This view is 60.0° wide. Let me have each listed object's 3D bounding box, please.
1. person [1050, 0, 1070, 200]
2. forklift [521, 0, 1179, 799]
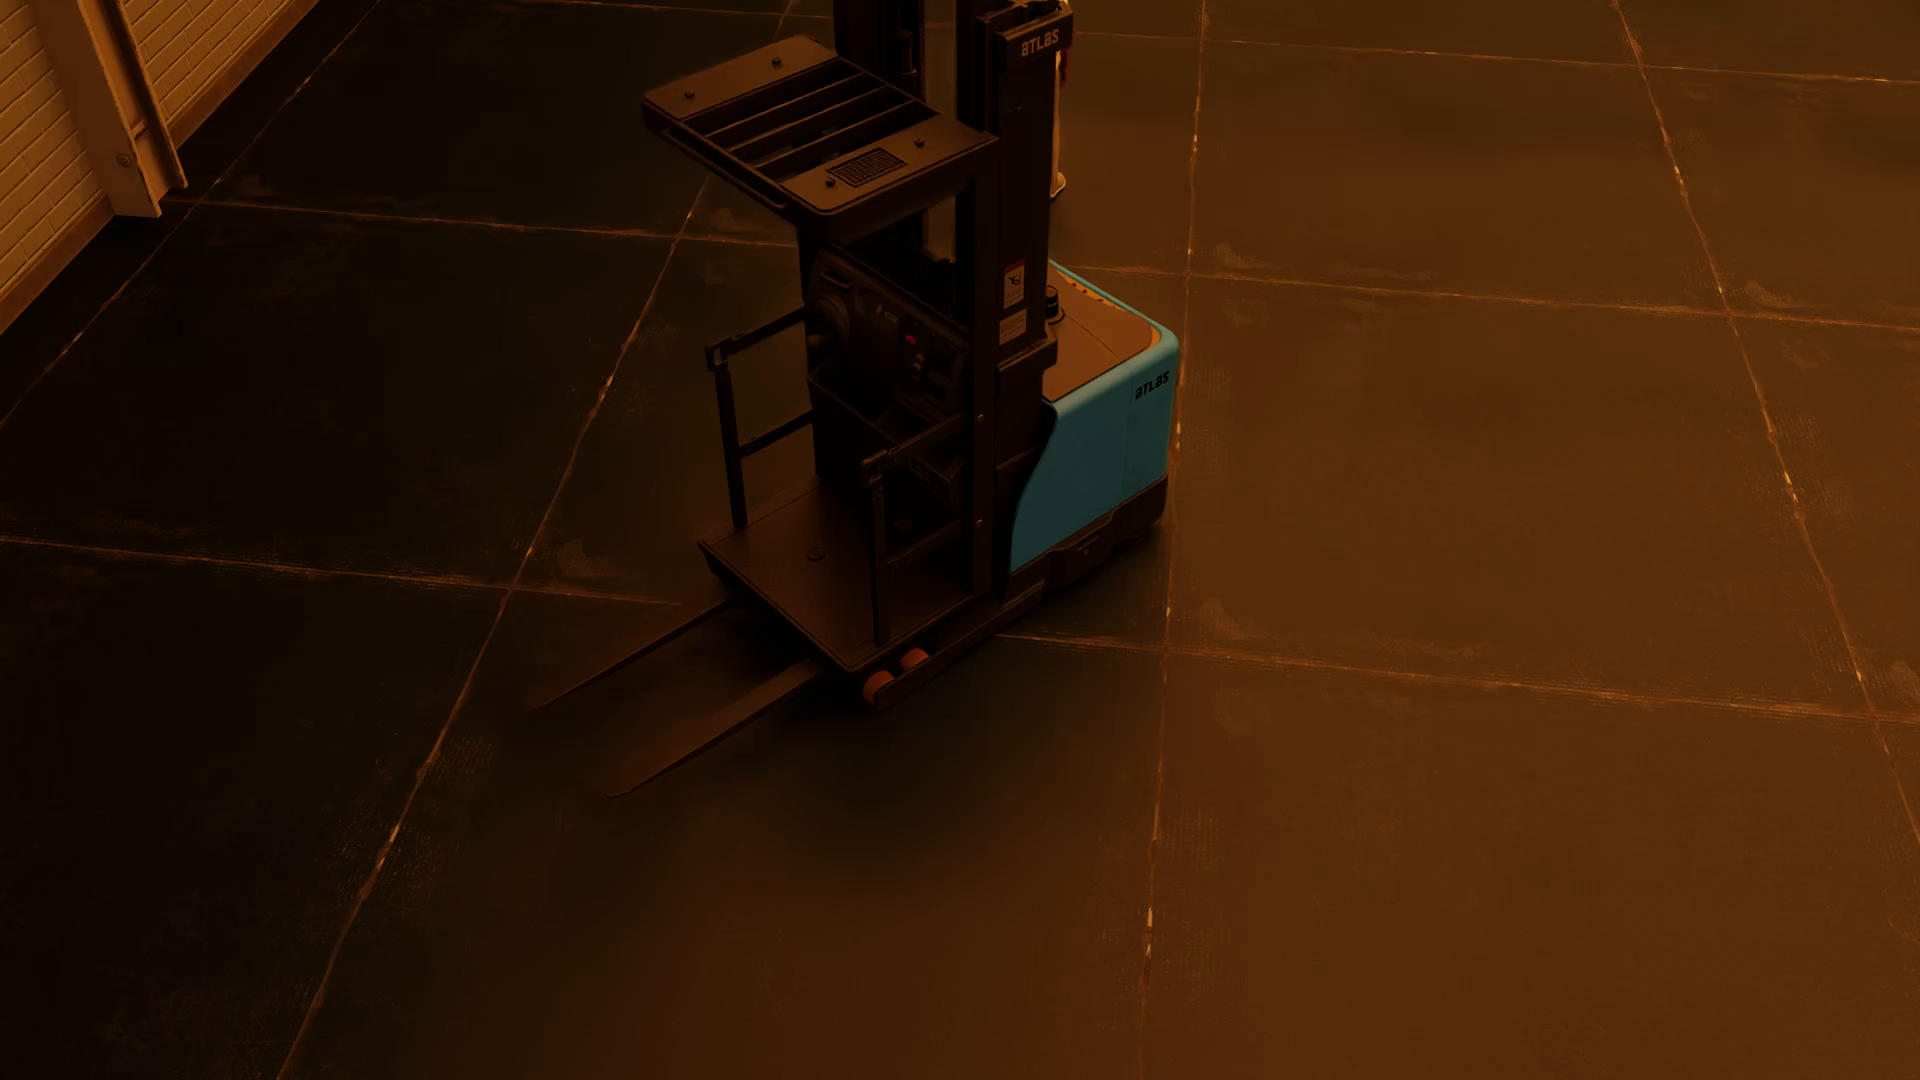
[{"bbox_3d":[0.393,-2.761,9.676,0.502,1.658,0.393,5,43,5],"label":"person"},{"bbox_3d":[-0.457,-0.760,6.552,3.031,2.935,1.130,-31,51,-29],"label":"forklift"}]
